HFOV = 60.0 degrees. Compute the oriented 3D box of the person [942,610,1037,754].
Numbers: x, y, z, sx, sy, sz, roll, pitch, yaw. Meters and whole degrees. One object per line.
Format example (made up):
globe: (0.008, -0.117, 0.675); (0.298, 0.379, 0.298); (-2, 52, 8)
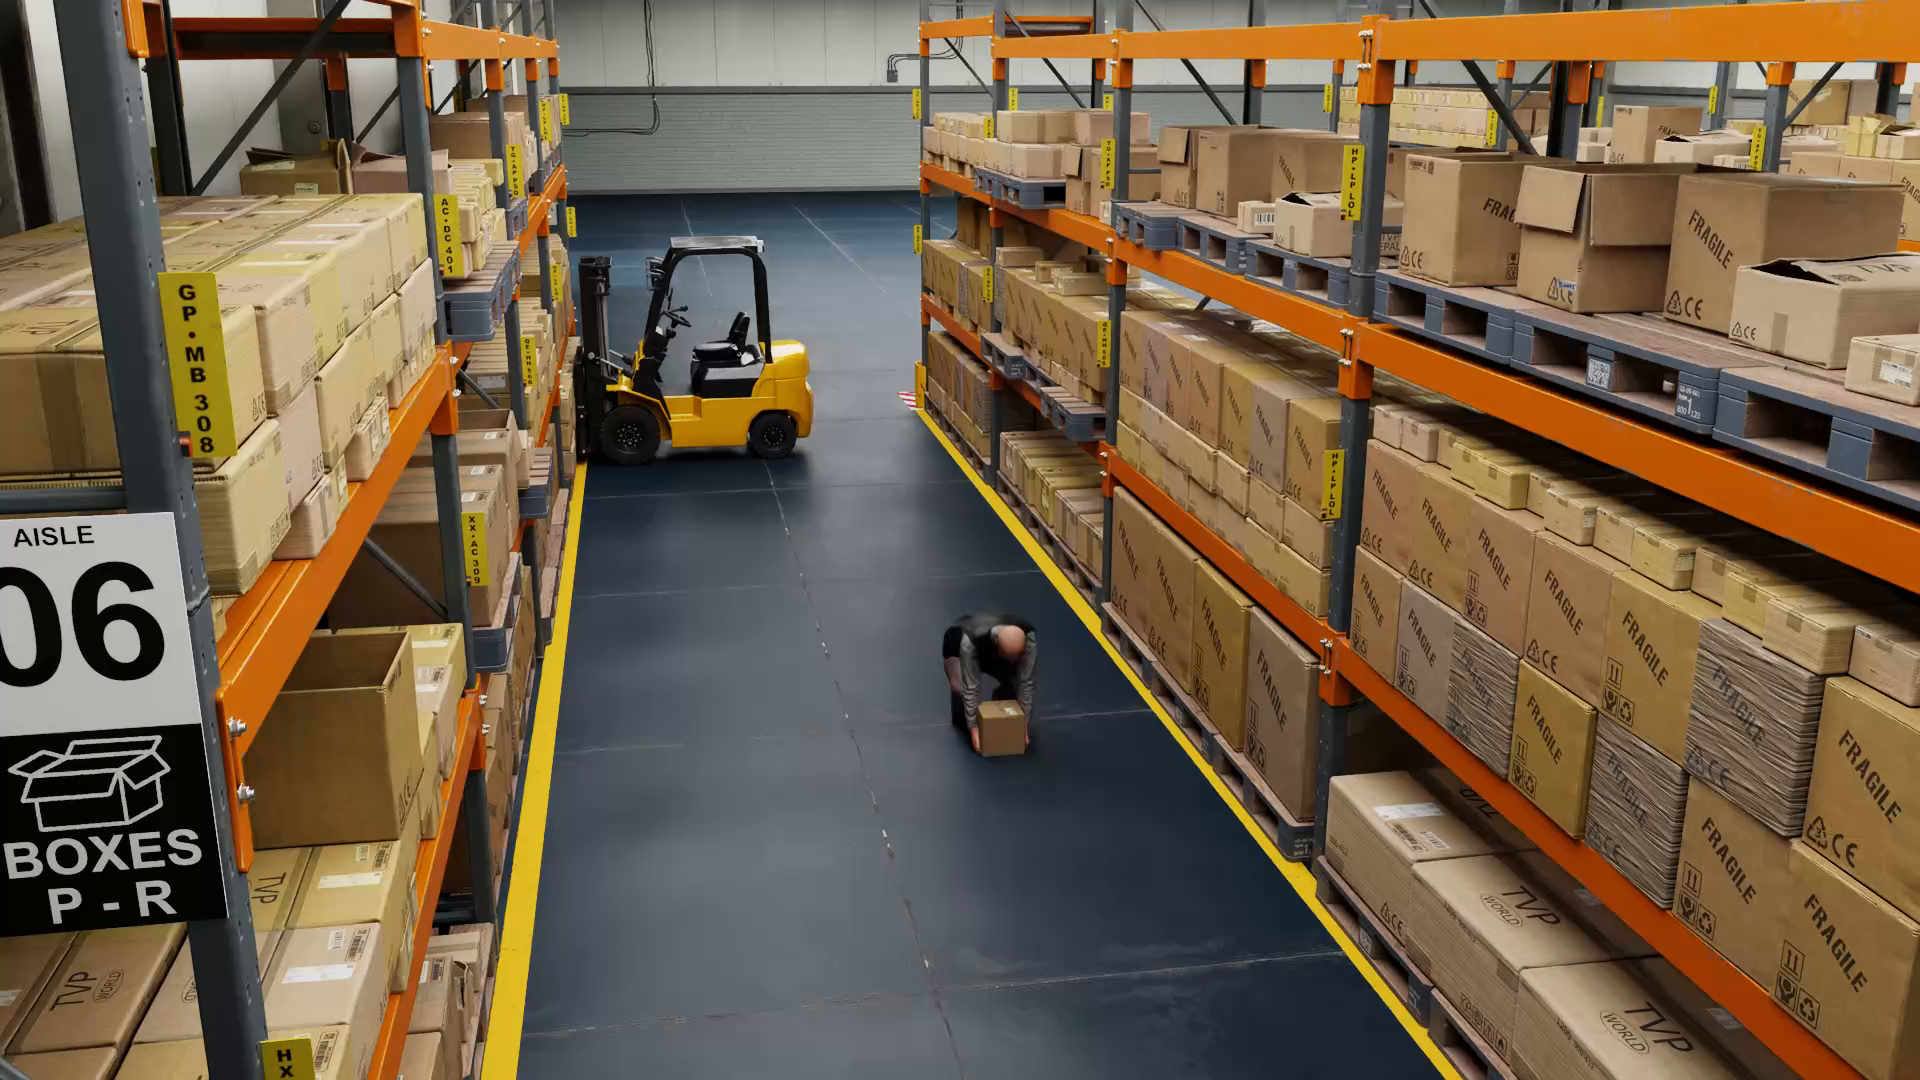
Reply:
person: (0.185, 0.808, 10.106); (0.528, 0.828, 0.897); (-3, 17, -11)
